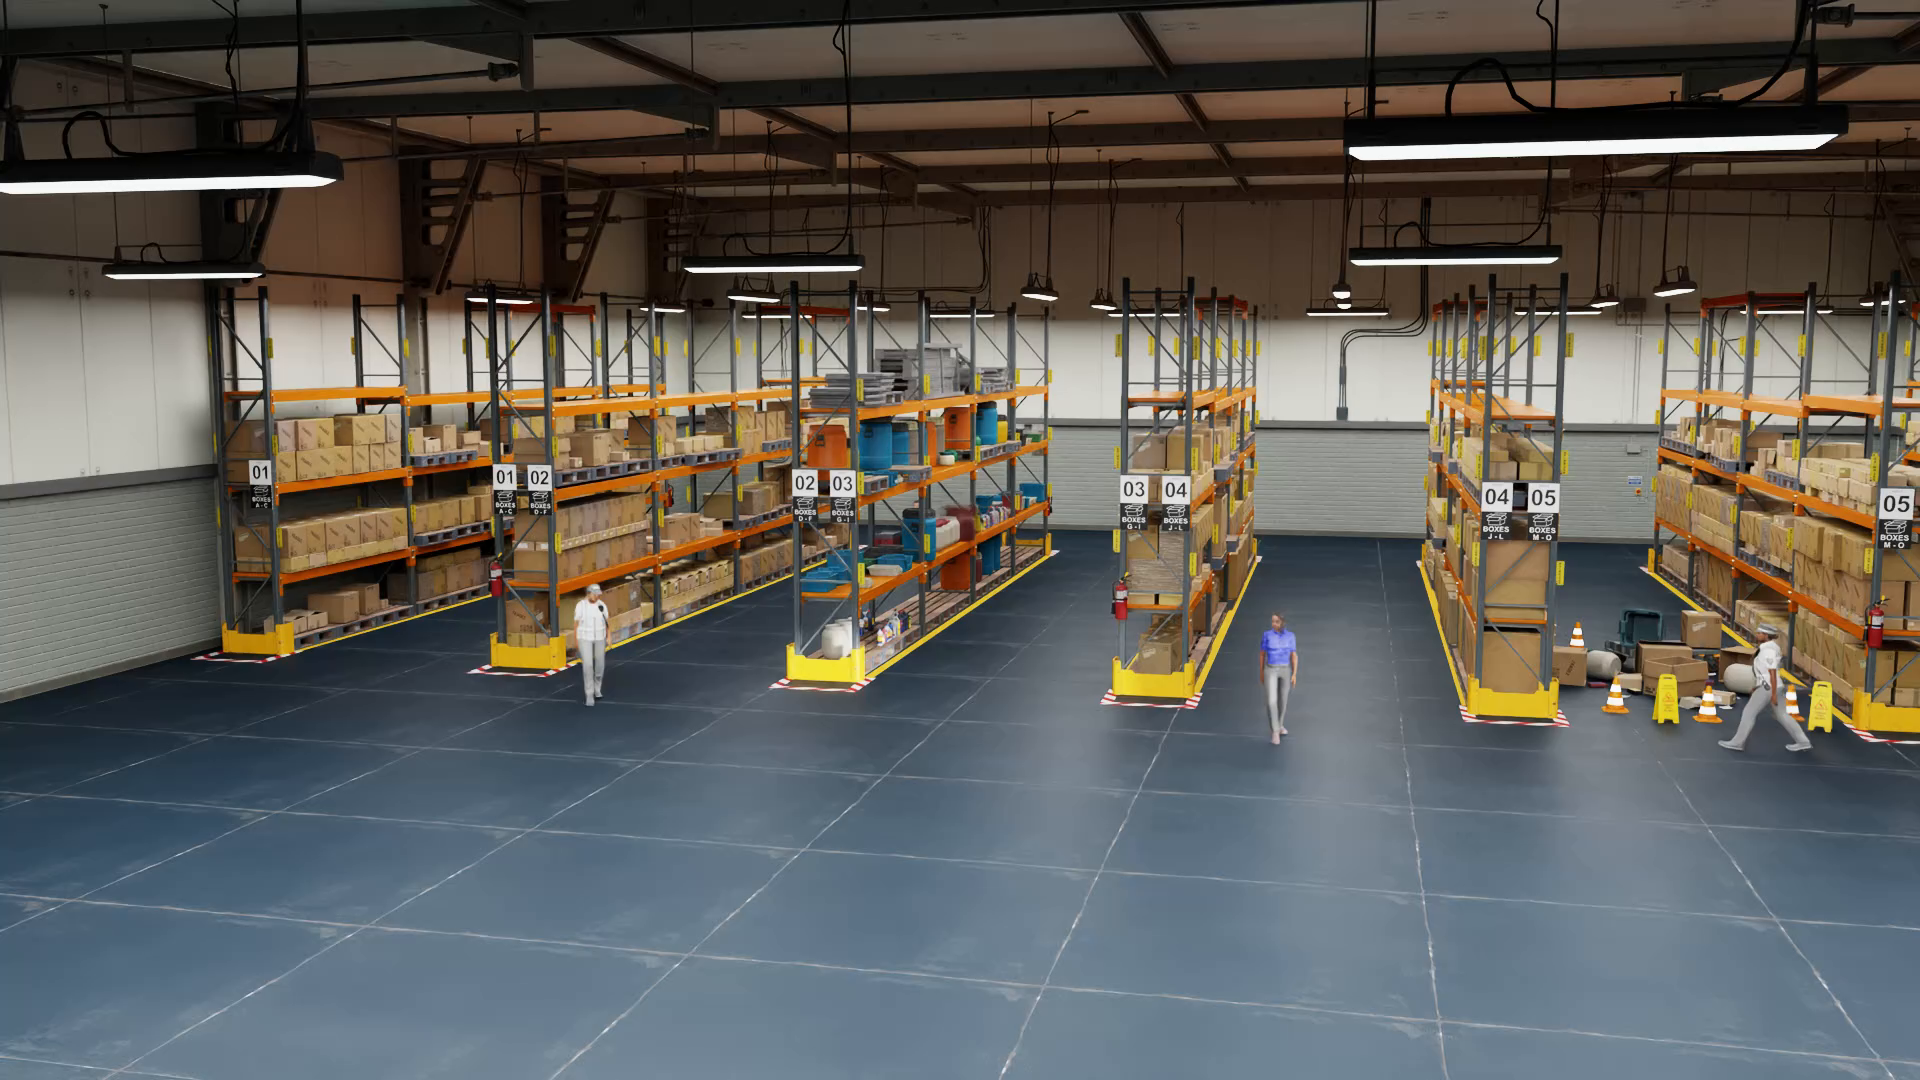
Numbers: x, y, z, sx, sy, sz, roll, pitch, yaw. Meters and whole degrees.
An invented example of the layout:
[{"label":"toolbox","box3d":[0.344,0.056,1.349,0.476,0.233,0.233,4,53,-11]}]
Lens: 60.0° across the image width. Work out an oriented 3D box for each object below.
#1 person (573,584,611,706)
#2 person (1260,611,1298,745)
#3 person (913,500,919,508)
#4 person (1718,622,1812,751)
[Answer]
[{"label":"person","box3d":[-5.206,1.472,23.728,0.504,1.680,0.682,-4,8,-30]},{"label":"person","box3d":[4.100,1.754,21.382,0.466,1.692,0.742,0,7,2]},{"label":"person","box3d":[-0.889,-0.135,38.045,0.568,1.557,0.685,3,7,25]},{"label":"person","box3d":[10.006,1.824,20.595,1.041,1.624,0.453,4,7,28]}]
